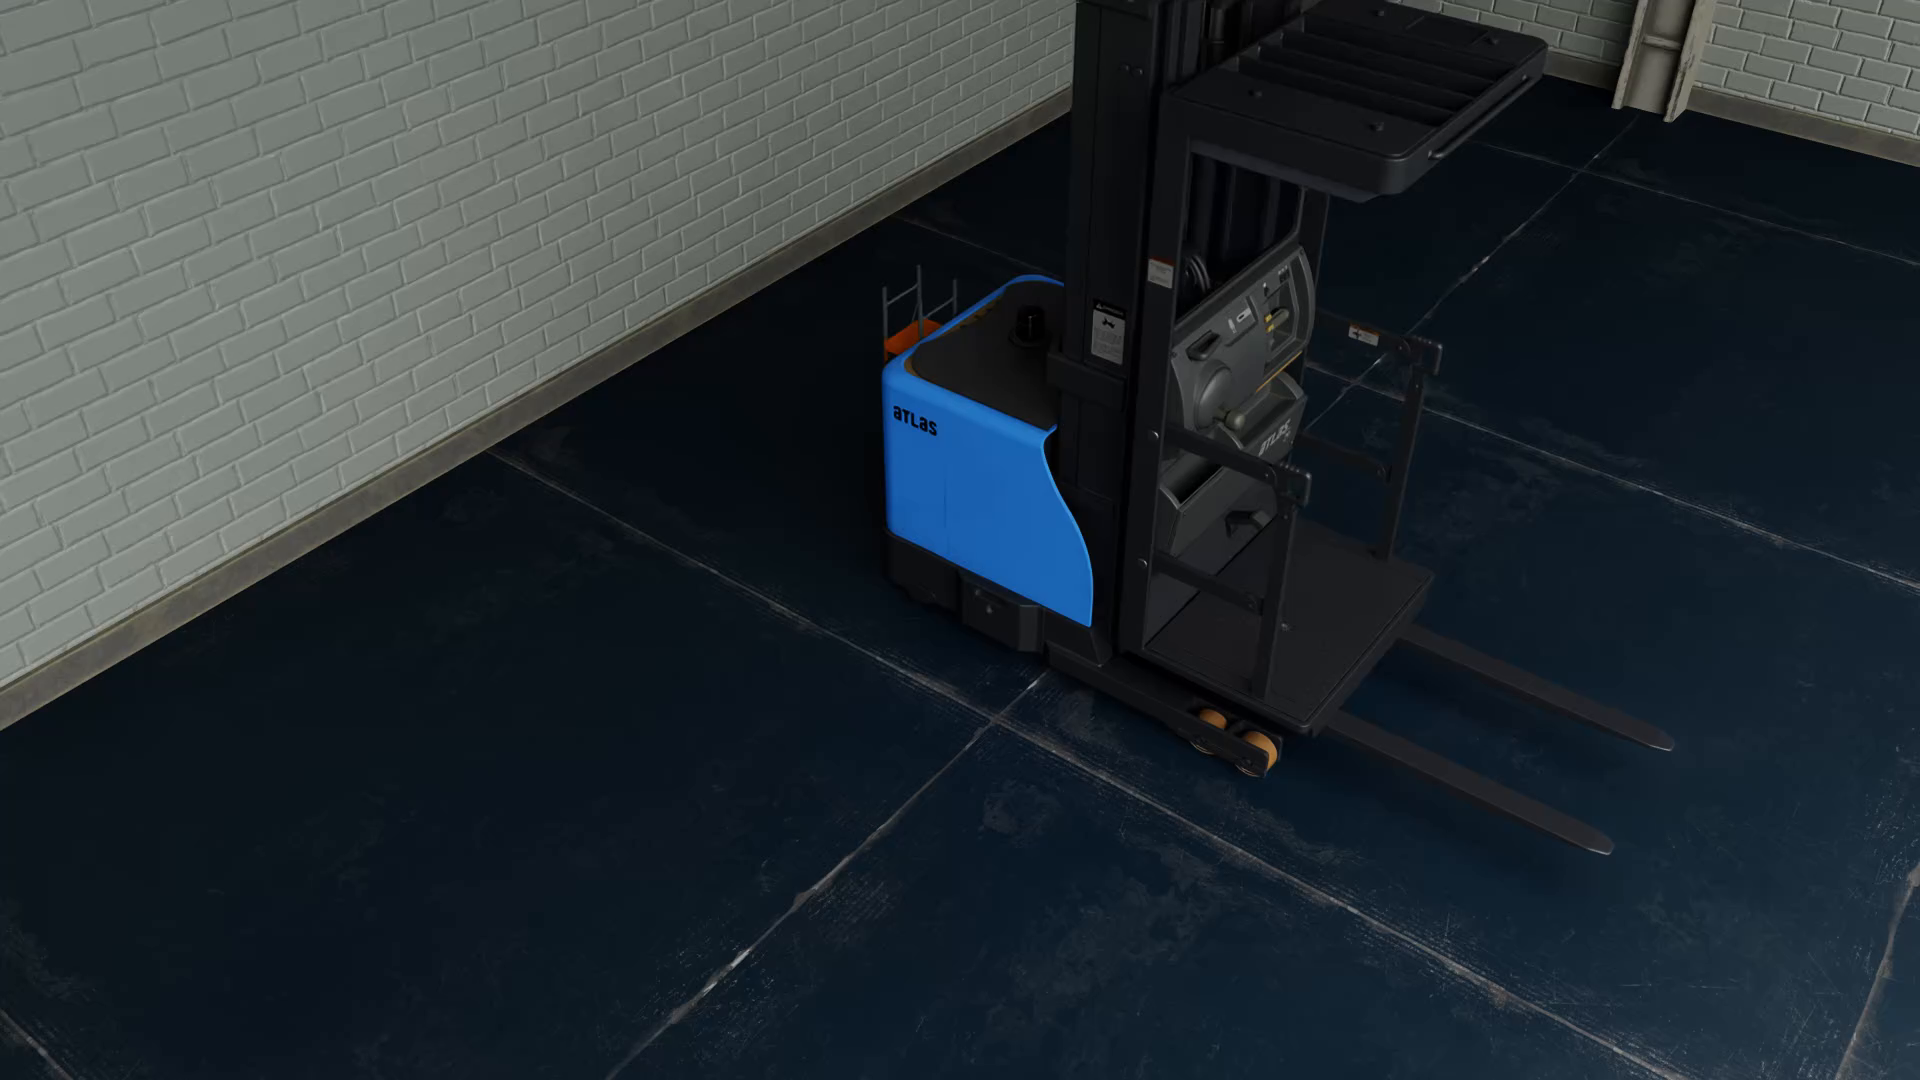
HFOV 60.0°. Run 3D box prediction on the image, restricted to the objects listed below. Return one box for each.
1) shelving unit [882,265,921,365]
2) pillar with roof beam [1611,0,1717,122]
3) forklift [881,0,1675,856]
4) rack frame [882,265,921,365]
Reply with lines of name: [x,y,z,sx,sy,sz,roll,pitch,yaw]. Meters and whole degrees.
shelving unit: [-0.162,-0.549,6.977,0.184,1.200,0.258,25,45,28]
pillar with roof beam: [1.884,-4.262,5.394,0.400,9.000,9.100,25,45,29]
forklift: [1.161,-0.604,5.752,3.031,2.797,1.129,25,45,28]
rack frame: [-0.233,-0.582,7.020,0.006,1.200,0.240,25,45,28]
